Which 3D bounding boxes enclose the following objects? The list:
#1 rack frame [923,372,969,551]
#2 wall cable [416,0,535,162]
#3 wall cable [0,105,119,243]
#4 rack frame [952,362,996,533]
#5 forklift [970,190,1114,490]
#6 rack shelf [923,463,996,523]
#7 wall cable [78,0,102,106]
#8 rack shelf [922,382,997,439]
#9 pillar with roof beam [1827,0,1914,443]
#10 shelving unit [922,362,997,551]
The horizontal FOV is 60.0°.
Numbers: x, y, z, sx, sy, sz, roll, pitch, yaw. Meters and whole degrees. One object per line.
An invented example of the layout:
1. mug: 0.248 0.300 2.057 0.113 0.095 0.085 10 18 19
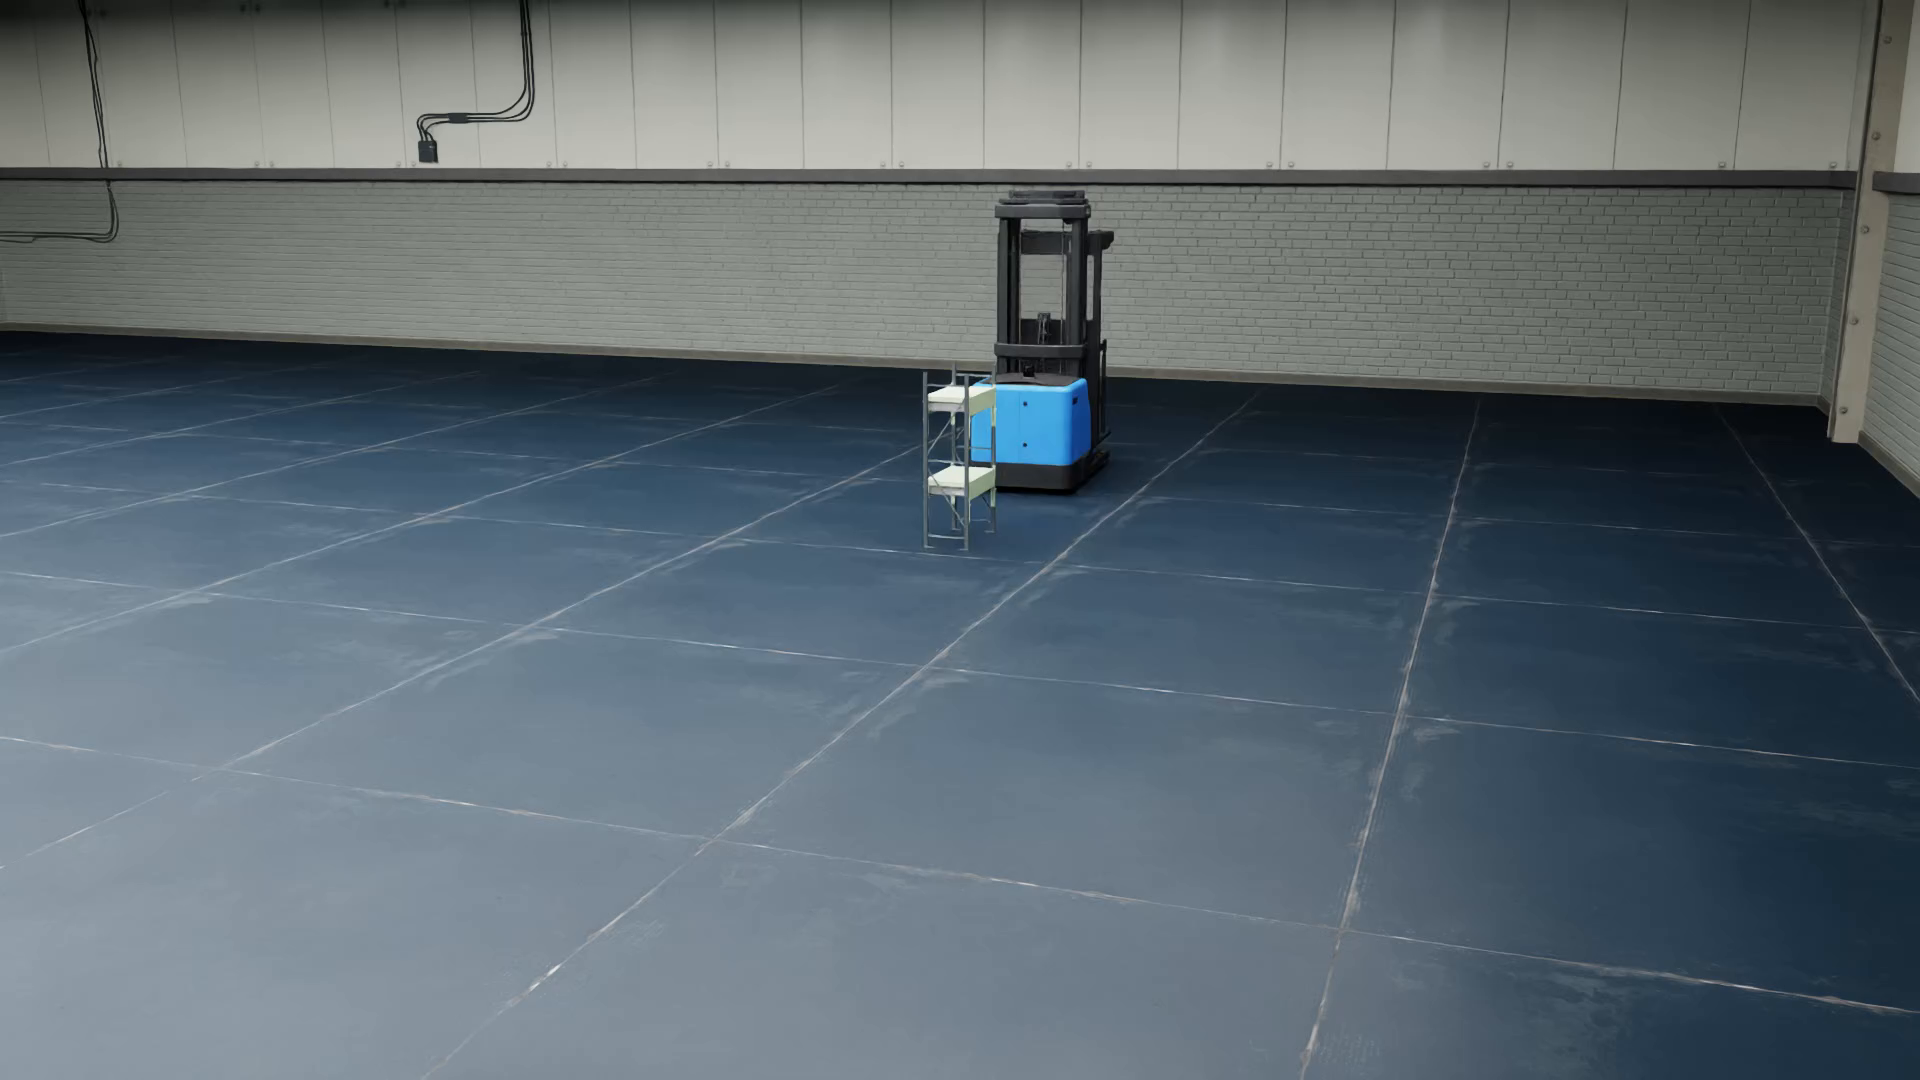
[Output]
1. rack frame: -0.116 -0.656 13.990 0.400 1.500 0.023 4 14 18
2. wall cable: -8.172 -9.333 27.515 2.305 6.003 0.169 4 14 18
3. wall cable: -17.150 -6.848 31.248 3.097 2.526 0.112 4 14 18
4. rack frame: 0.121 -0.810 14.665 0.400 1.500 0.023 4 14 18
5. forklift: 0.991 -2.206 17.567 1.130 2.935 3.031 4 13 15
6. rack shelf: 0.002 -0.415 14.400 0.431 0.370 0.720 4 14 18
7. wall cable: -14.590 -9.116 29.832 3.097 2.526 0.112 4 14 18
8. rack shelf: 0.002 -1.113 14.240 0.431 0.370 0.720 4 14 18
9. pillar with roof beam: 6.378 -5.879 20.023 9.100 9.000 0.400 4 14 18
10. shelving unit: 0.002 -0.733 14.327 0.431 1.500 0.755 4 14 18
